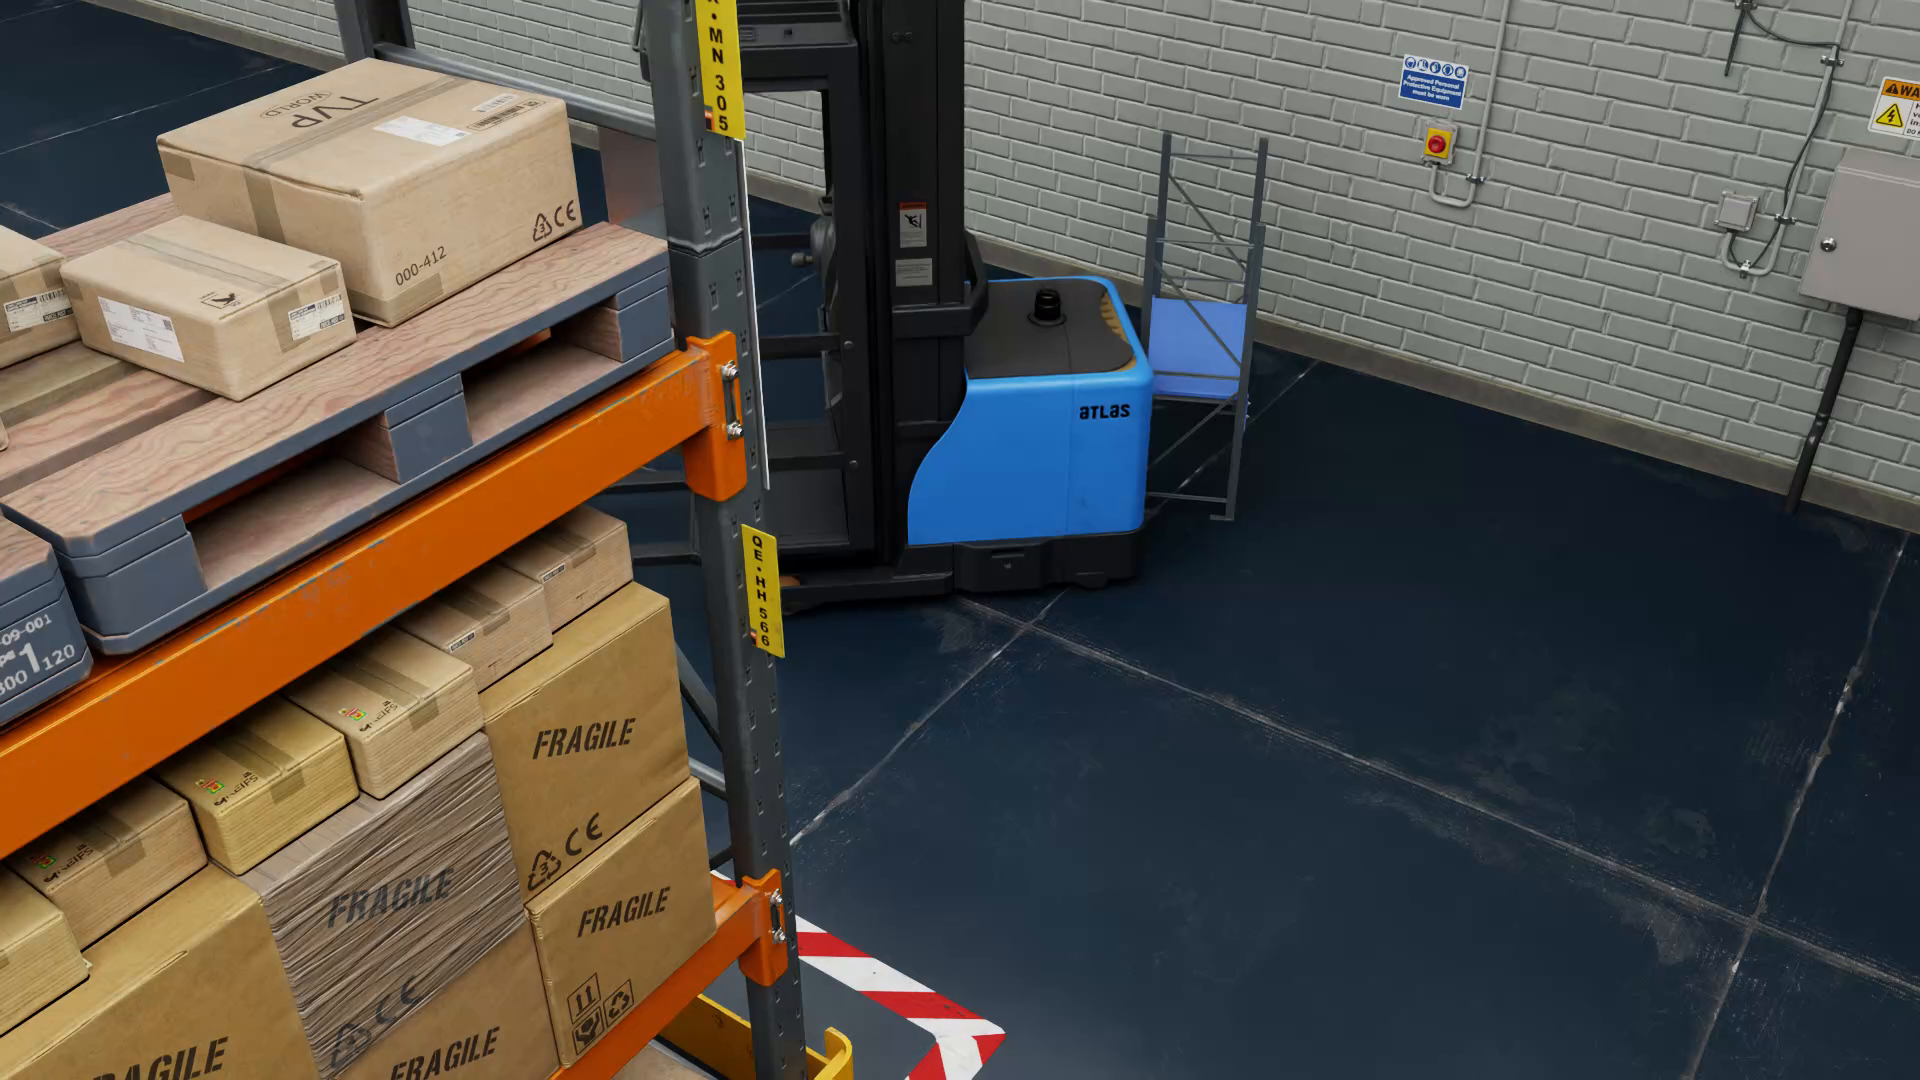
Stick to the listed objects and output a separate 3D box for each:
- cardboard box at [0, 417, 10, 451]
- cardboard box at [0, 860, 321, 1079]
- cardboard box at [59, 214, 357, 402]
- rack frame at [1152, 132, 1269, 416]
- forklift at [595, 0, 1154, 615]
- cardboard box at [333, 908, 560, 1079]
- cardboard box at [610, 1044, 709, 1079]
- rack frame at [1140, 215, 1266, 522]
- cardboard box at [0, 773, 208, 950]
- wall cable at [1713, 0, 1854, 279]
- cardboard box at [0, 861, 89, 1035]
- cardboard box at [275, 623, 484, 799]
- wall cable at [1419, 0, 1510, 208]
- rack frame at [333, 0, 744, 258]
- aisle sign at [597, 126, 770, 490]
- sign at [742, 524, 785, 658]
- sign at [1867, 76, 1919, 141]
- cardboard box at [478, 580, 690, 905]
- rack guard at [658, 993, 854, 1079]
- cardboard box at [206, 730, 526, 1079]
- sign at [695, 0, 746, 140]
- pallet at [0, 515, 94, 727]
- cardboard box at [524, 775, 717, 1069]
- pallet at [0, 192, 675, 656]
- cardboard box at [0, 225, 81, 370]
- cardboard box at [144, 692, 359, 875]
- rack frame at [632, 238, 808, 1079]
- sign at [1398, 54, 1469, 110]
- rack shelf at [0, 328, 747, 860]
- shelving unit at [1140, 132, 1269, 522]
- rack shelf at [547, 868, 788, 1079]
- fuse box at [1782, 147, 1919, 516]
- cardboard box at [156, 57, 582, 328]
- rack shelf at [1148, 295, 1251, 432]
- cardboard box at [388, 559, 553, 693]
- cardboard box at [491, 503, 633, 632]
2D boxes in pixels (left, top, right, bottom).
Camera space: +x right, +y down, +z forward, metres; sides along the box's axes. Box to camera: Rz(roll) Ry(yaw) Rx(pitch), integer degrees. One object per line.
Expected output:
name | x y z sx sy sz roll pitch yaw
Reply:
cardboard box | -1.767 -0.236 2.358 0.500 0.311 0.500 22 40 29
cardboard box | -1.511 0.831 2.861 0.500 0.500 0.500 21 39 28
cardboard box | -1.229 -0.387 2.727 0.380 0.149 0.250 18 38 25
rack frame | 1.217 -1.302 8.336 0.500 1.500 0.032 5 34 8
forklift | -0.731 -1.190 6.893 3.031 2.935 1.130 -4 34 -5
cardboard box | -1.229 1.004 3.499 0.500 0.500 0.500 20 39 27
cardboard box | -1.167 1.736 4.418 0.875 0.438 0.875 20 39 27
rack frame | 1.051 -0.740 7.505 0.500 1.500 0.032 5 34 8
cardboard box | -1.501 0.488 2.790 0.380 0.149 0.250 21 39 28
wall cable | 3.495 -2.063 7.216 0.588 1.984 0.122 21 39 28
cardboard box | -1.595 0.622 2.591 0.380 0.149 0.250 22 40 29
cardboard box | -1.116 0.288 3.086 0.380 0.149 0.250 21 39 28
wall cable | 2.323 -2.524 7.869 0.585 1.953 0.123 21 39 28
rack frame | -0.873 -1.973 2.634 1.000 3.000 0.127 21 39 28
aisle sign | -0.577 -0.498 3.489 0.394 0.787 0.004 21 39 28
sign | -0.435 0.115 3.658 0.100 0.325 0.005 21 39 28
sign | 4.038 -1.807 7.007 0.339 0.242 0.001 21 39 28
cardboard box | -0.952 0.355 3.566 0.500 0.500 0.500 23 40 30
rack guard | -0.859 1.537 5.031 1.175 0.500 0.348 21 39 28
cardboard box | -1.226 0.605 3.196 0.500 0.500 0.500 21 40 28
sign | -0.435 -0.884 2.982 0.100 0.325 0.005 21 39 28
pallet | -1.982 0.215 2.155 1.003 0.211 1.213 21 39 28
cardboard box | -0.930 0.778 3.833 0.500 0.500 0.500 21 40 28
pallet | -1.287 -0.349 2.989 1.003 0.211 1.213 21 39 28
cardboard box | -1.682 -0.414 2.767 0.380 0.149 0.250 23 40 30
cardboard box | -1.293 0.390 2.934 0.380 0.149 0.250 22 40 29
rack frame | -0.873 0.513 4.314 1.000 3.000 0.127 21 39 28
sign | 2.318 -2.245 8.151 0.327 0.218 0.001 21 39 28
rack shelf | -2.013 0.488 2.315 1.077 0.370 4.000 21 39 28
shelving unit | 1.134 -1.021 7.921 0.538 1.500 1.048 5 34 8
rack shelf | -2.013 1.731 3.155 1.077 0.370 4.000 21 39 28
fuse box | 3.966 -0.818 7.432 0.539 1.711 0.414 21 39 28
cardboard box | -1.055 -0.647 3.022 0.500 0.250 0.500 18 38 24
rack shelf | 1.134 -0.872 8.022 0.538 0.185 1.000 5 34 8
cardboard box | -1.038 0.142 3.302 0.380 0.149 0.250 22 40 29
cardboard box | -0.913 0.017 3.486 0.380 0.149 0.250 22 40 29
